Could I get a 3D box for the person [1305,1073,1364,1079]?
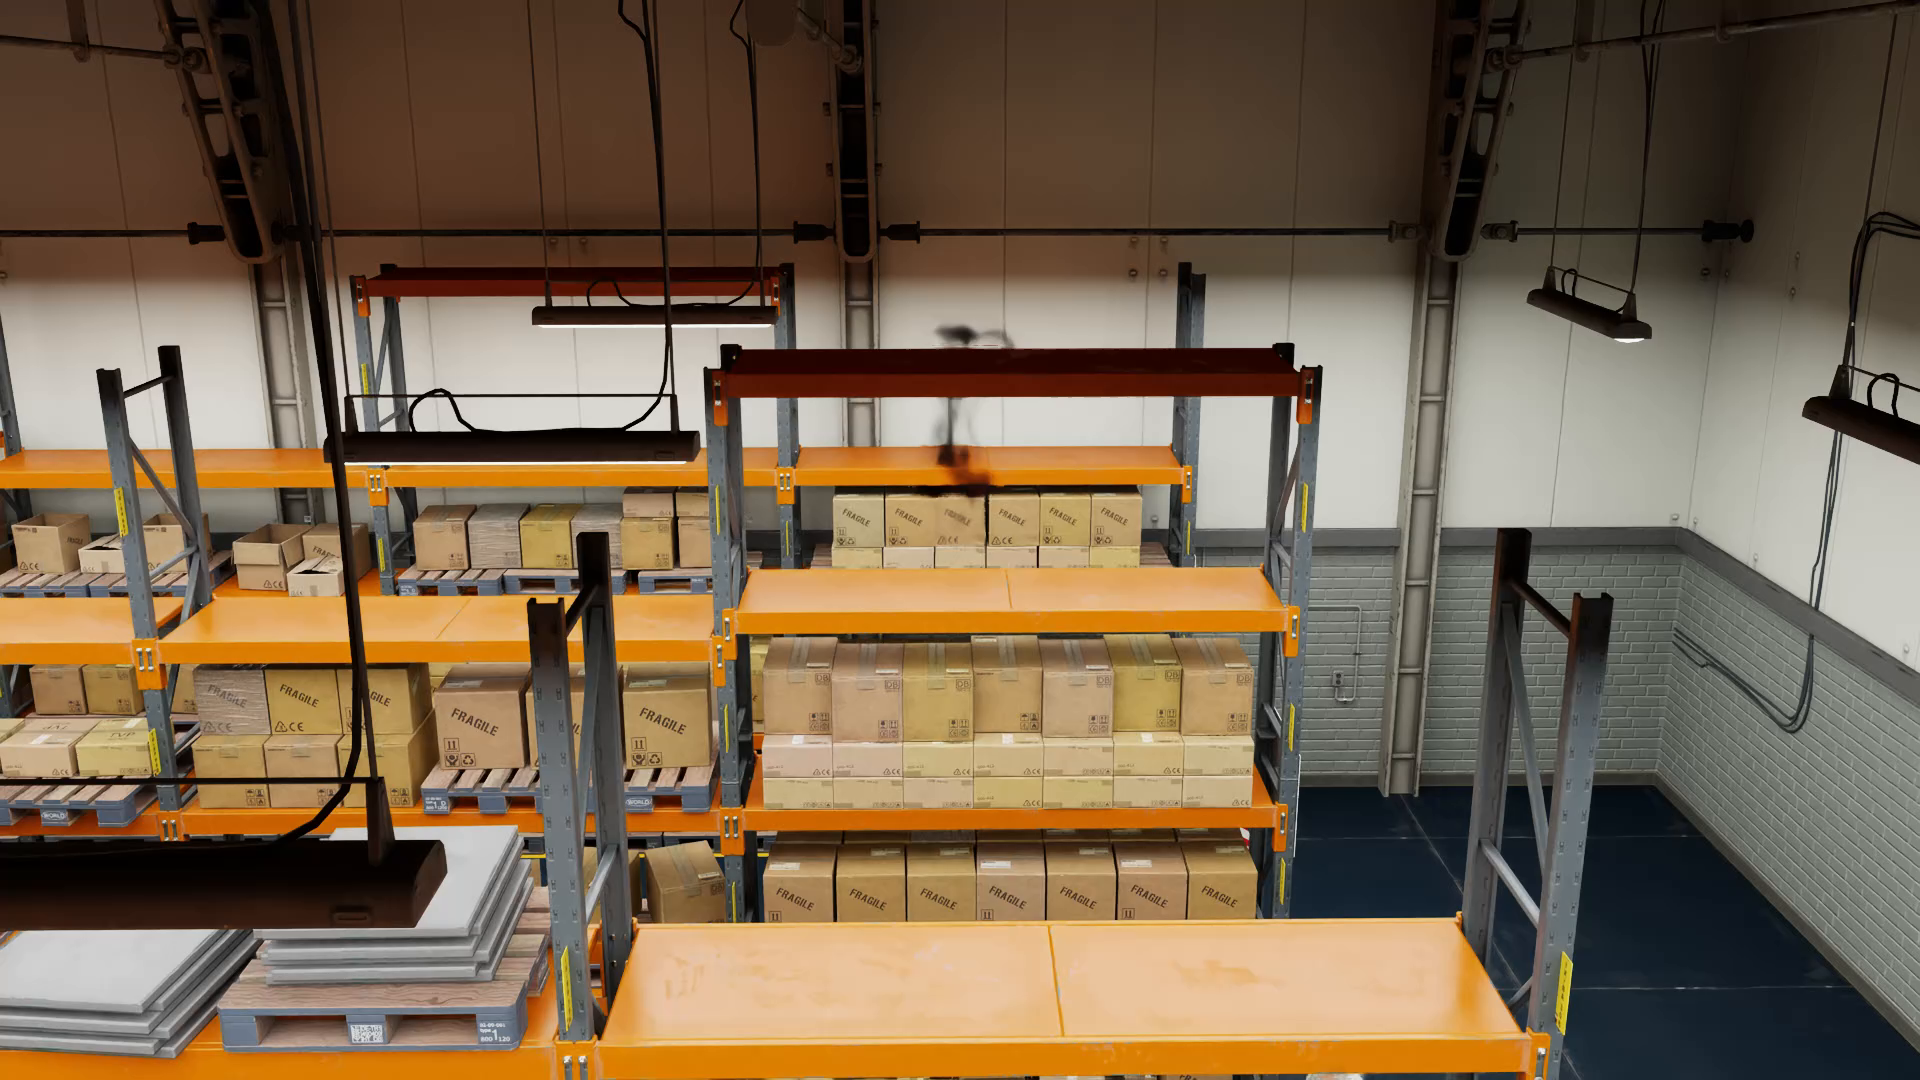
[{"bbox_3d":[2.555,4.132,11.521,0.598,1.575,0.553,-10,19,-32],"label":"person"}]
